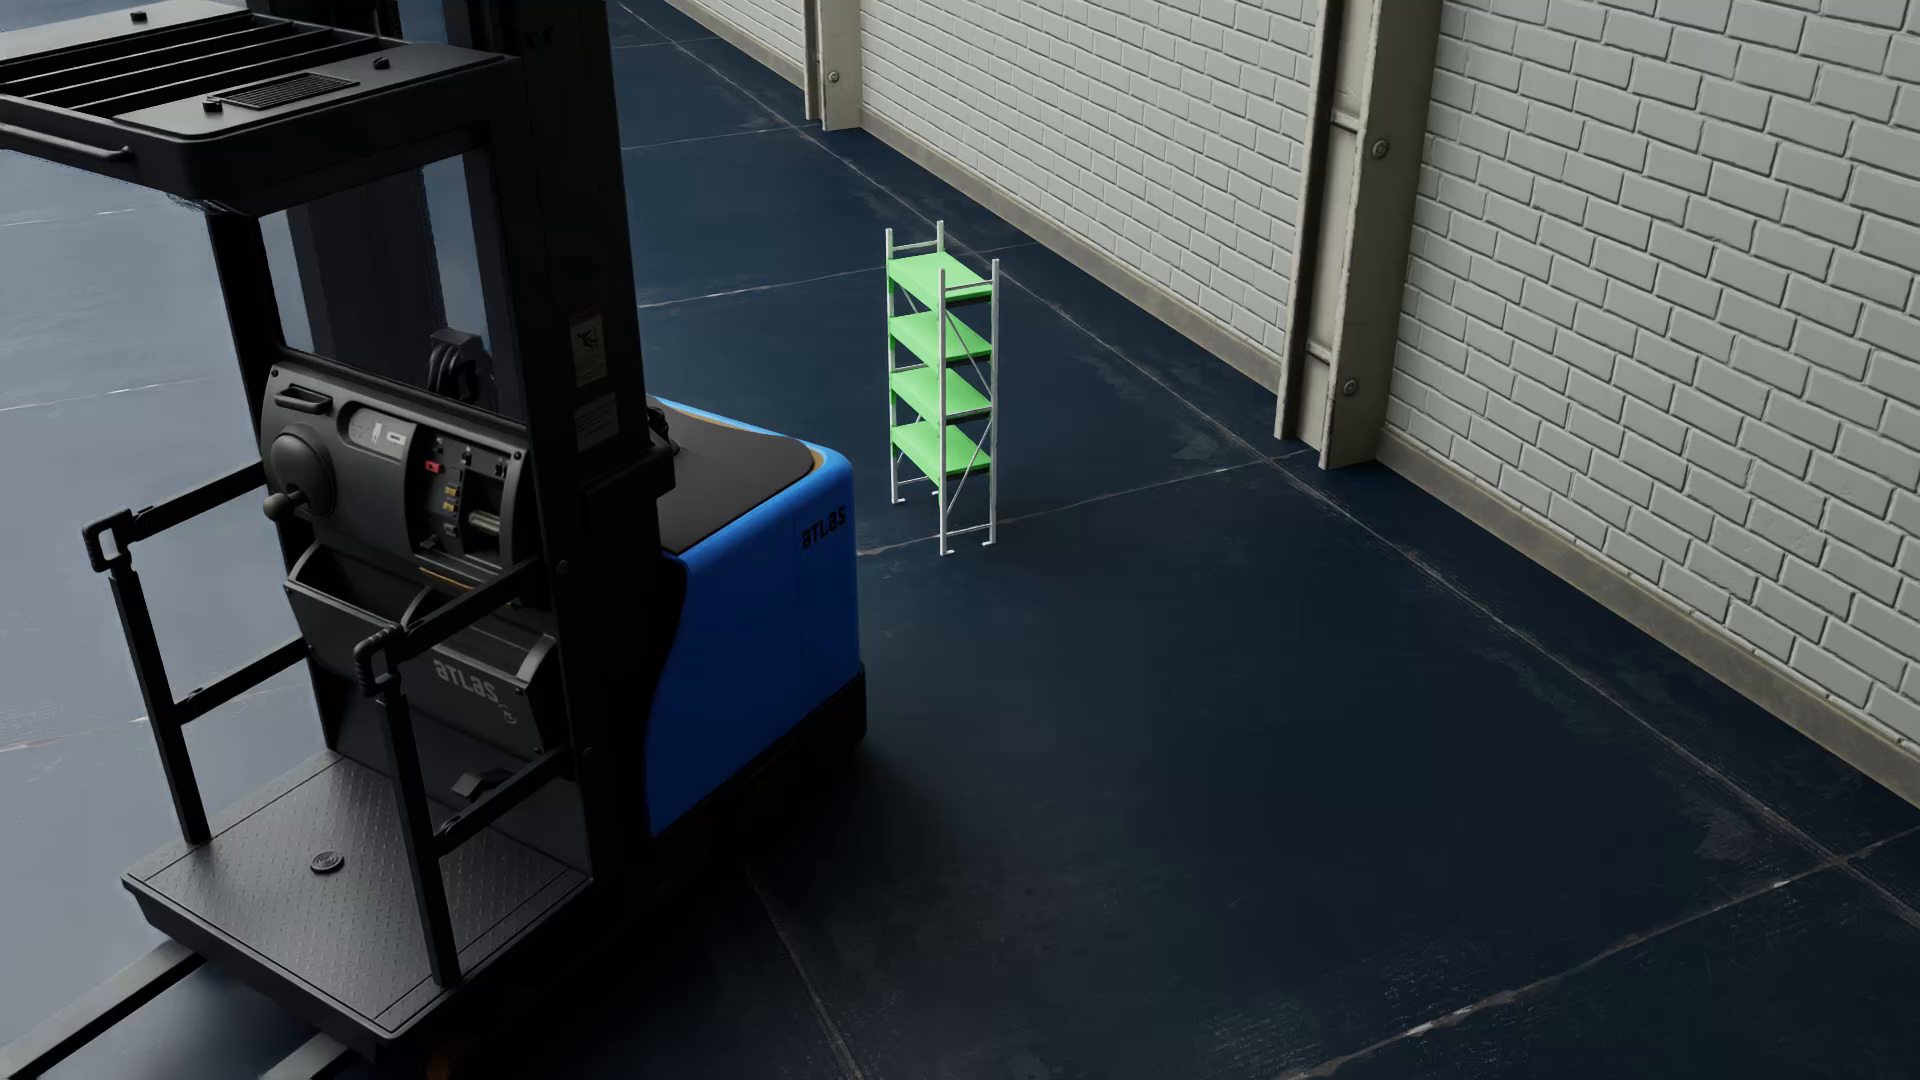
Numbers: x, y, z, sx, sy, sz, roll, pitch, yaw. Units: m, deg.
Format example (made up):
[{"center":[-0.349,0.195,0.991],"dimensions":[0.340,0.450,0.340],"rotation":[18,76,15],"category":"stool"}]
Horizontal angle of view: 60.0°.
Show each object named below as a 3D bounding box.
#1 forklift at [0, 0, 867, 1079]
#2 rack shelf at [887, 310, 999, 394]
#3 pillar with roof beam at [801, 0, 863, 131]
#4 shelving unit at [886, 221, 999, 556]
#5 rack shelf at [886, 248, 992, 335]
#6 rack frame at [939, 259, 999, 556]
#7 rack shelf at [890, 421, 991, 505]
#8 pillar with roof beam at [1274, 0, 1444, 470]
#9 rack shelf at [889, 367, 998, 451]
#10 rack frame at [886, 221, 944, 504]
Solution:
[{"center":[-1.531,-0.125,3.976],"dimensions":[1.130,2.935,3.031],"rotation":[18,34,28],"category":"forklift"},{"center":[-0.071,-0.750,6.501],"dimensions":[0.258,0.148,0.480],"rotation":[-13,32,-22],"category":"rack shelf"},{"center":[-4.808,-6.096,8.421],"dimensions":[9.100,9.000,0.400],"rotation":[-13,32,-22],"category":"pillar with roof beam"},{"center":[-0.071,-0.596,6.587],"dimensions":[0.258,1.200,0.503],"rotation":[-13,32,-22],"category":"shelving unit"},{"center":[-0.071,-0.959,6.383],"dimensions":[0.258,0.148,0.480],"rotation":[-13,32,-22],"category":"rack shelf"},{"center":[0.034,-0.489,6.395],"dimensions":[0.240,1.200,0.015],"rotation":[-13,32,-22],"category":"rack frame"},{"center":[-0.071,-0.331,6.736],"dimensions":[0.258,0.148,0.480],"rotation":[-13,32,-22],"category":"rack shelf"},{"center":[-2.232,-3.446,3.694],"dimensions":[9.100,9.000,0.400],"rotation":[-13,32,-22],"category":"pillar with roof beam"},{"center":[-0.071,-0.541,6.618],"dimensions":[0.258,0.148,0.480],"rotation":[-13,32,-22],"category":"rack shelf"},{"center":[-0.176,-0.704,6.779],"dimensions":[0.240,1.200,0.015],"rotation":[-13,32,-22],"category":"rack frame"}]
